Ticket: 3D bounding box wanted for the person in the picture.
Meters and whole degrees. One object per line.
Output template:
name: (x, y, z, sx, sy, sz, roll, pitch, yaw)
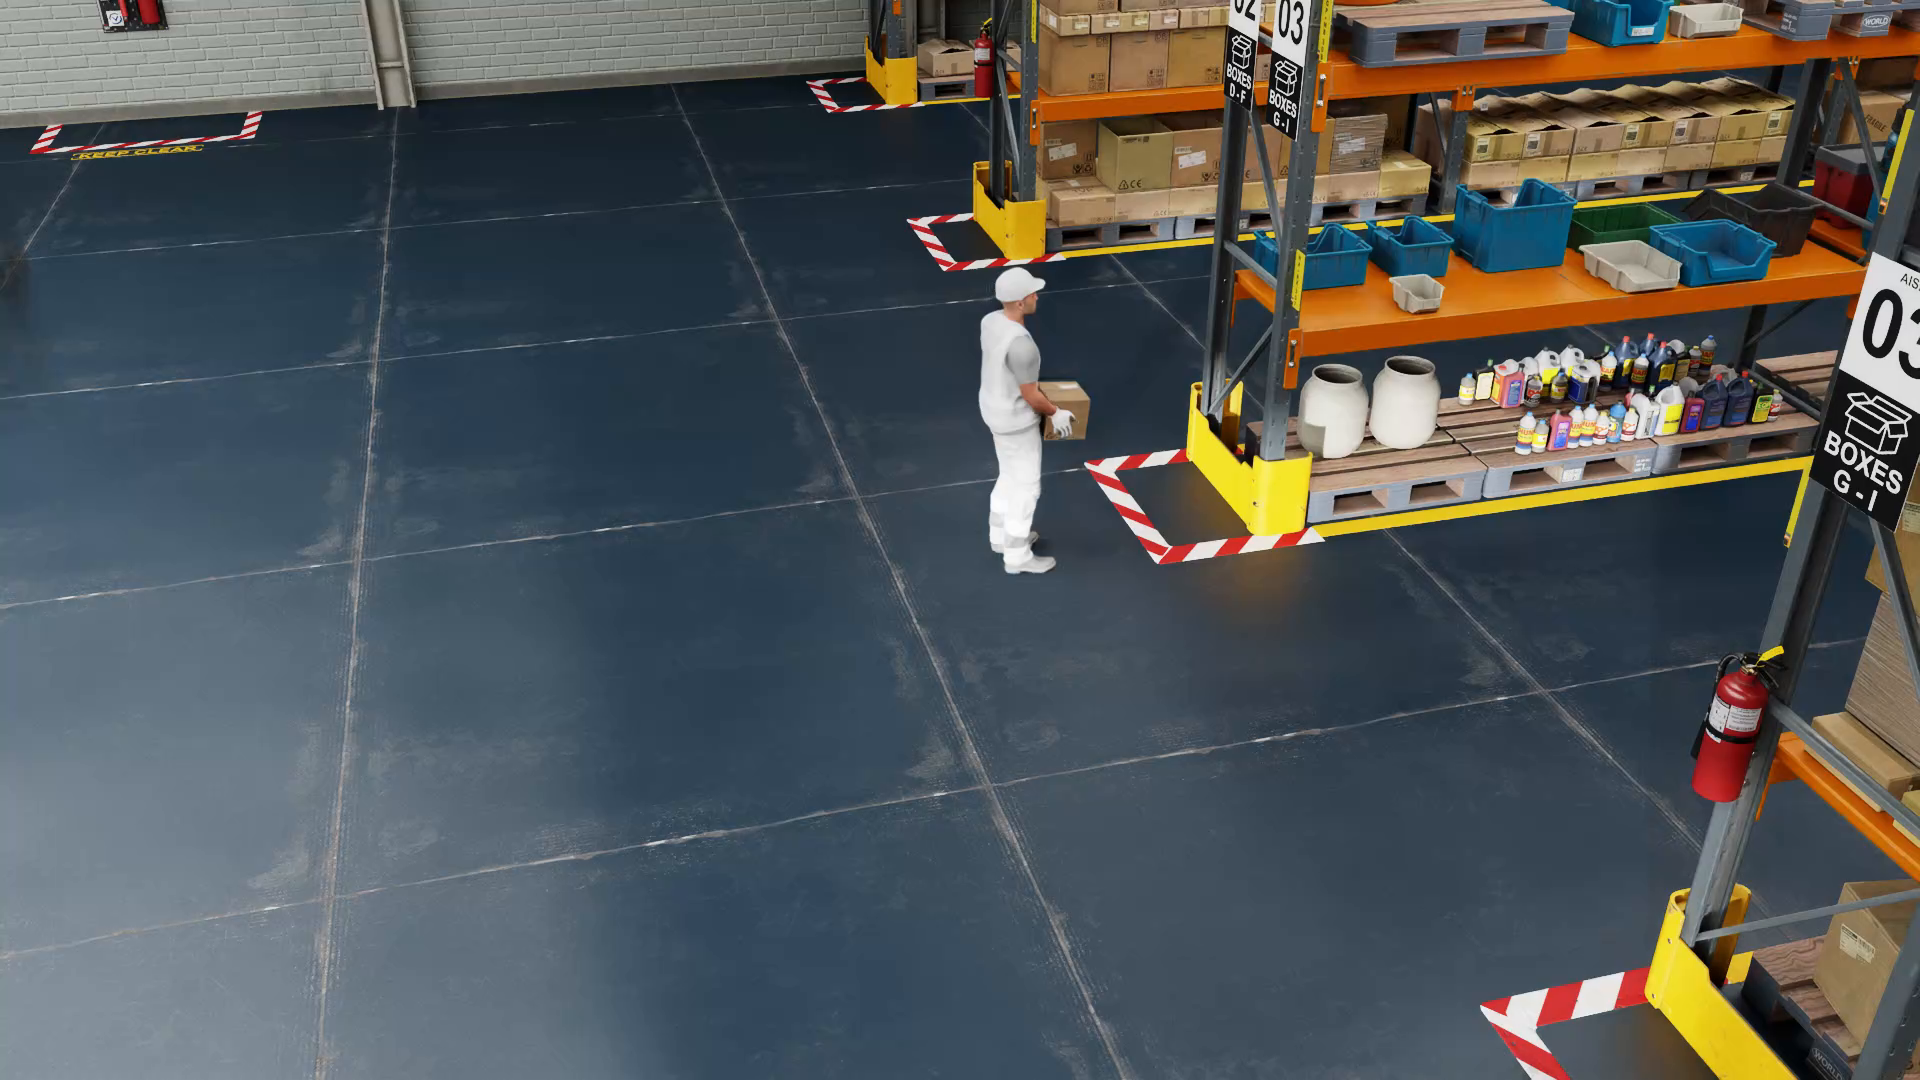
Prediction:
person: (0.369, -0.690, 9.409, 0.498, 1.794, 0.529, -8, 31, -14)
